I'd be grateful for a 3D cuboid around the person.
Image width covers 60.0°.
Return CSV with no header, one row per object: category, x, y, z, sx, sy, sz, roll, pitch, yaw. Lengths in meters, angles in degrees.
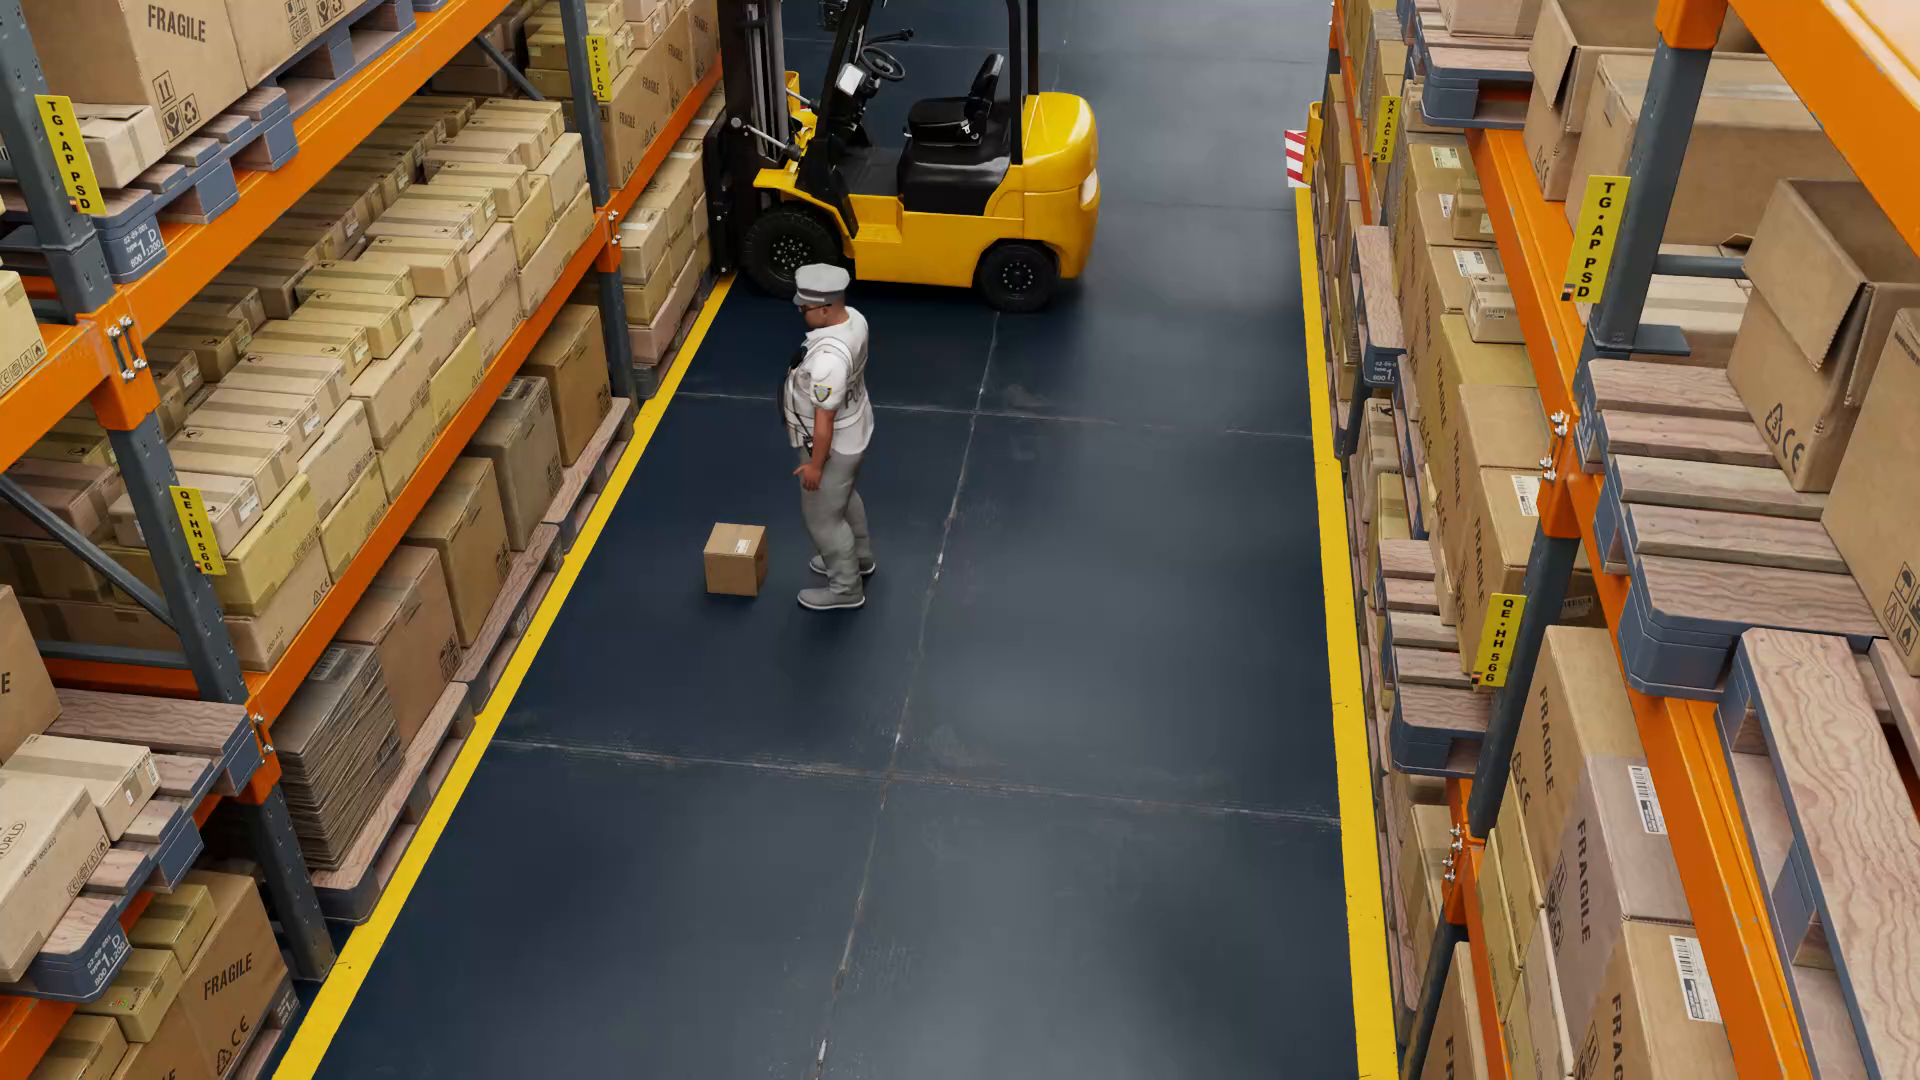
person,-0.598,-0.453,7.677,0.391,1.739,0.531,5,36,7
